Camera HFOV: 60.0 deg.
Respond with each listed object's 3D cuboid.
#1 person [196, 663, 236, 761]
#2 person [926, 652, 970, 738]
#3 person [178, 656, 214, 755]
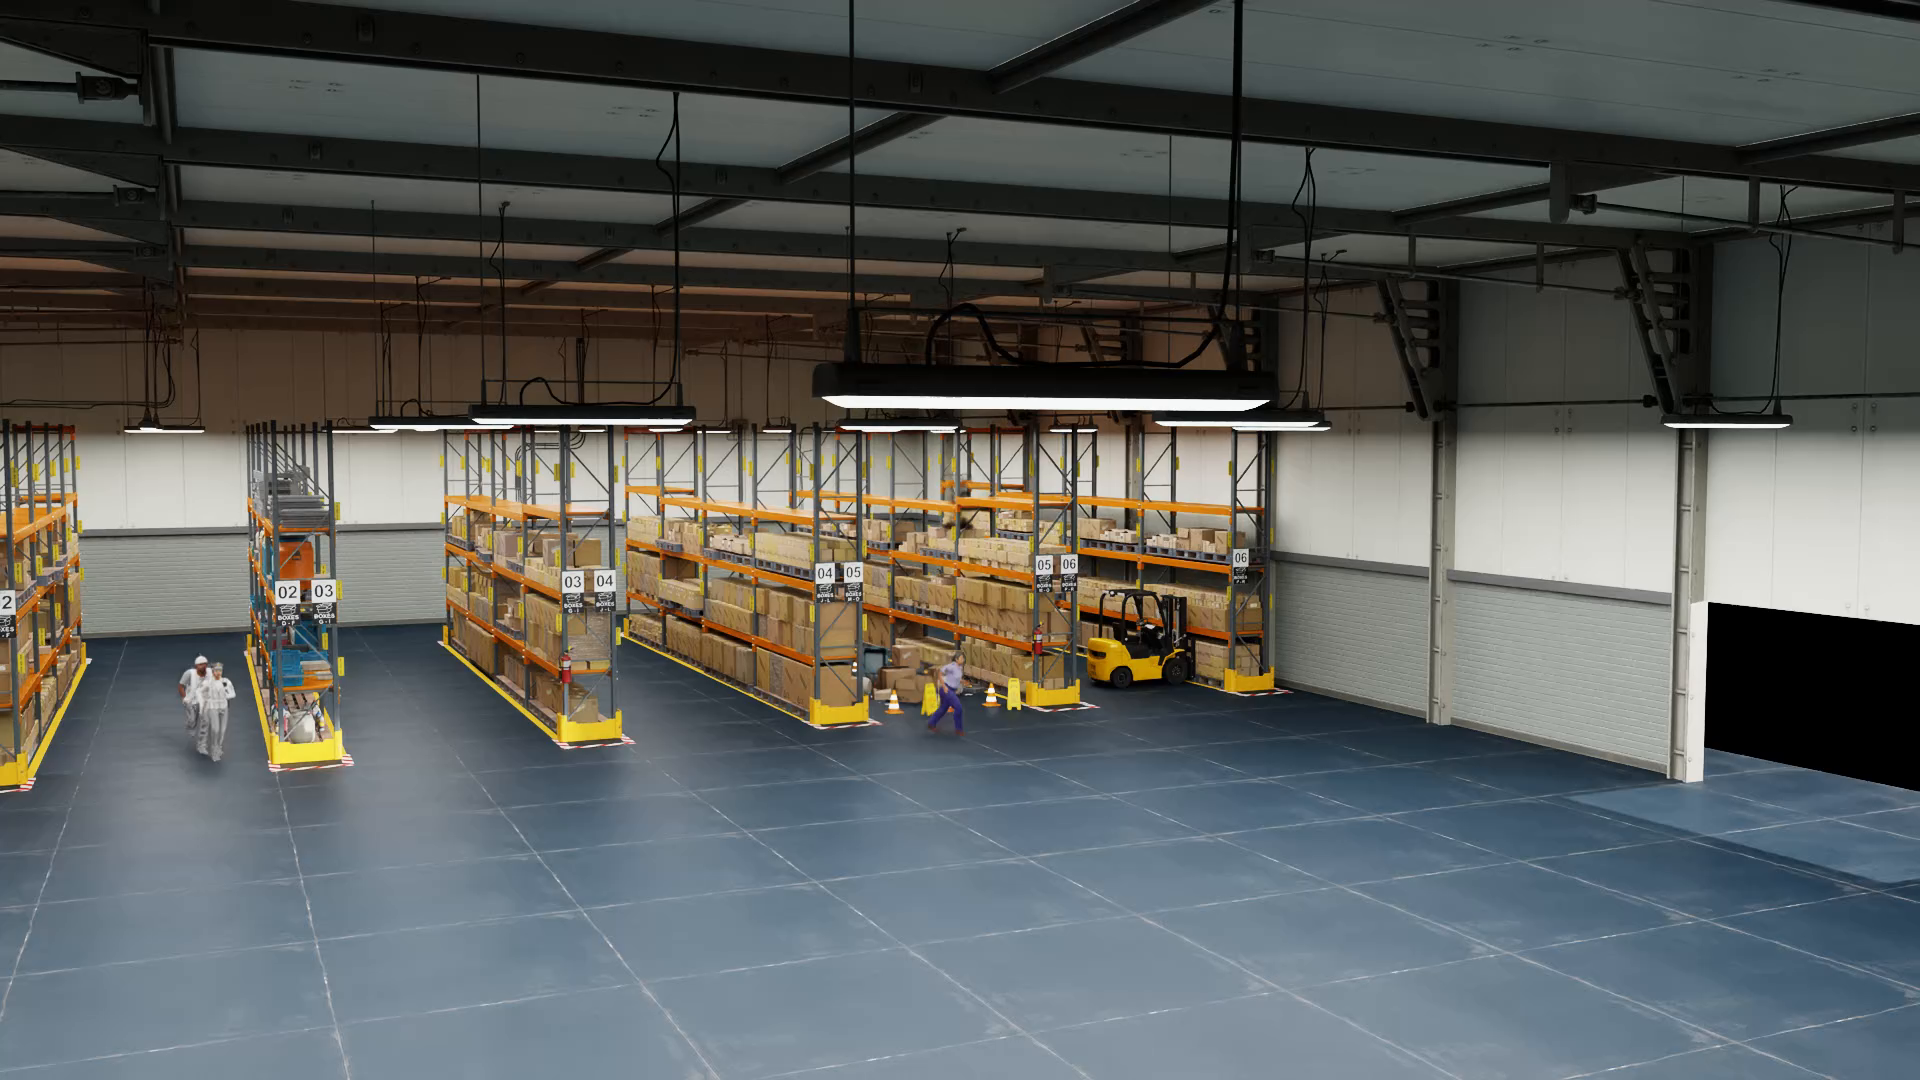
[{"bbox_3d":[-13.168,3.040,29.487,0.581,1.738,0.735,-3,5,-41],"label":"person"},{"bbox_3d":[-0.244,2.952,31.719,0.876,1.652,0.600,1,4,19],"label":"person"},{"bbox_3d":[-13.876,2.975,30.276,0.681,1.769,1.003,-3,5,-38],"label":"person"}]
